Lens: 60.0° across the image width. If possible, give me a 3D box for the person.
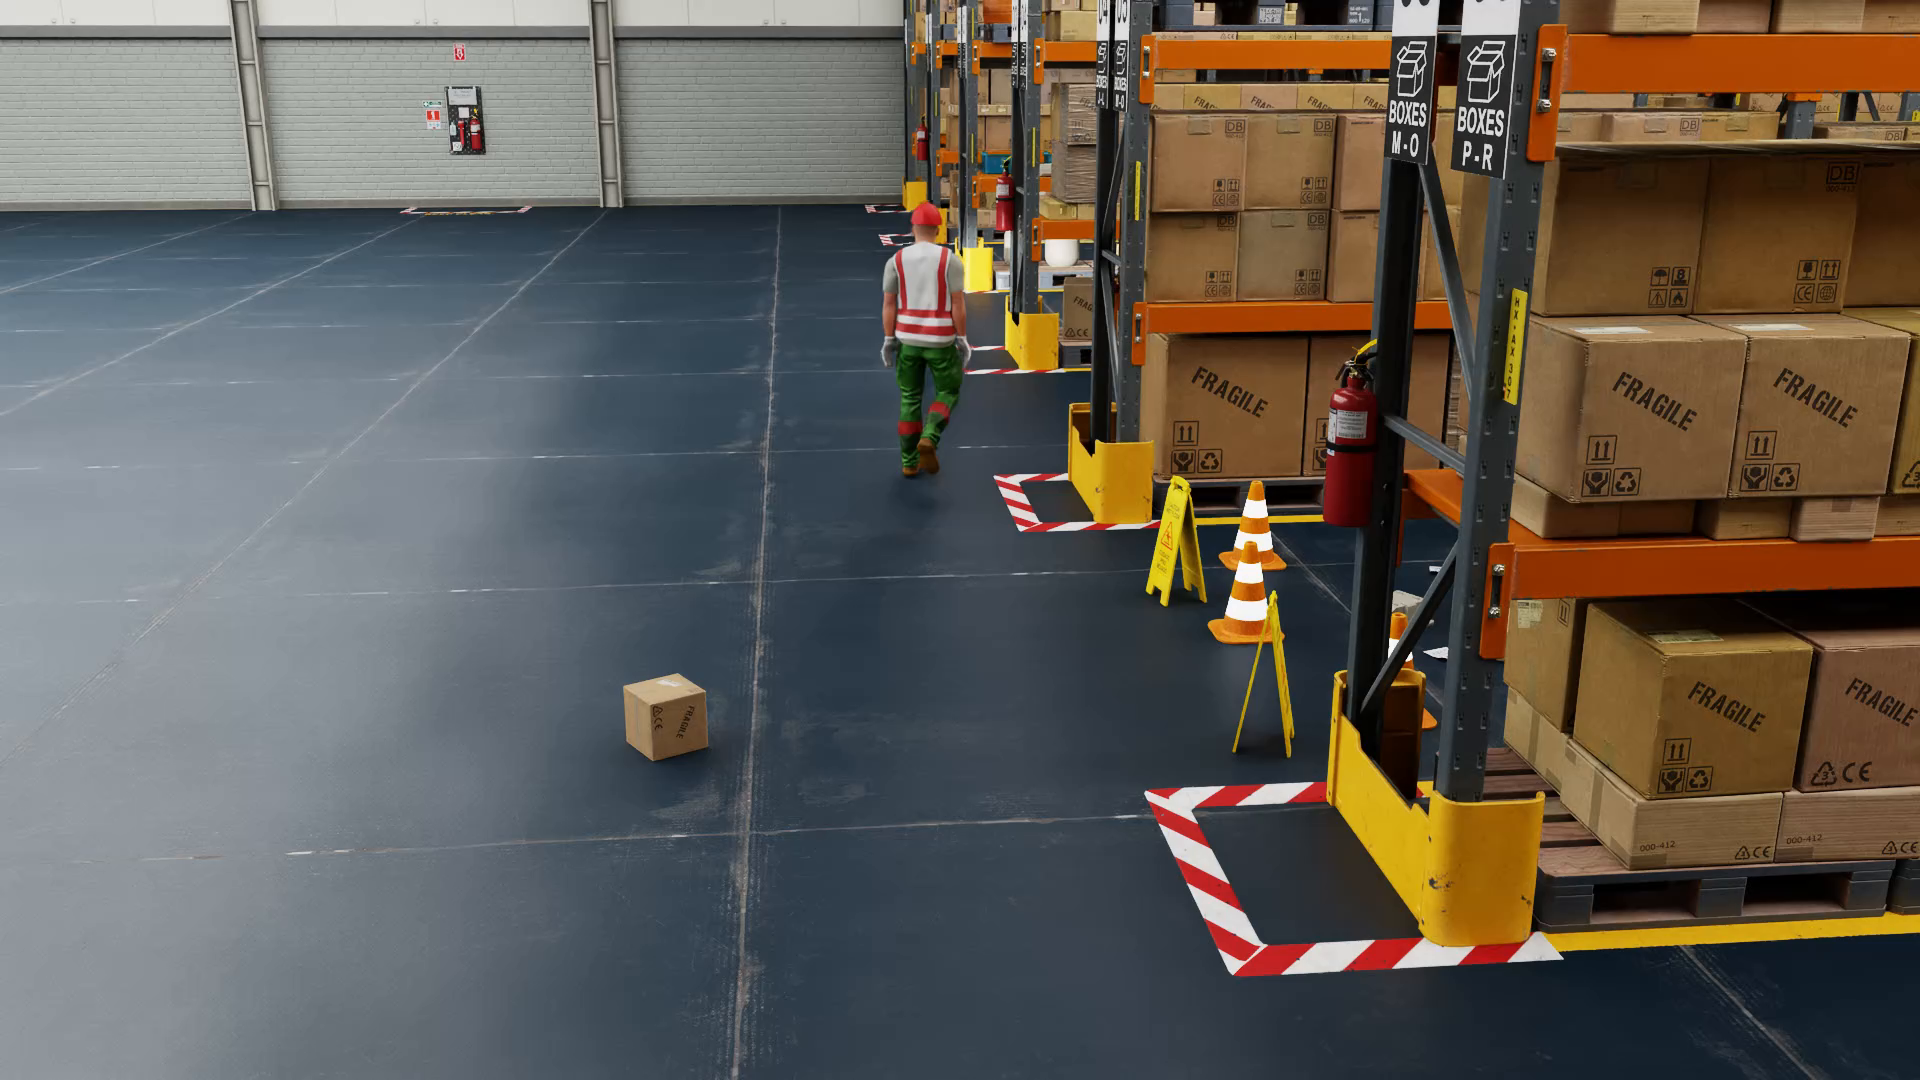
[{"bbox_3d":[-0.223,-1.278,10.804,0.604,1.778,0.572,3,17,10],"label":"person"}]
